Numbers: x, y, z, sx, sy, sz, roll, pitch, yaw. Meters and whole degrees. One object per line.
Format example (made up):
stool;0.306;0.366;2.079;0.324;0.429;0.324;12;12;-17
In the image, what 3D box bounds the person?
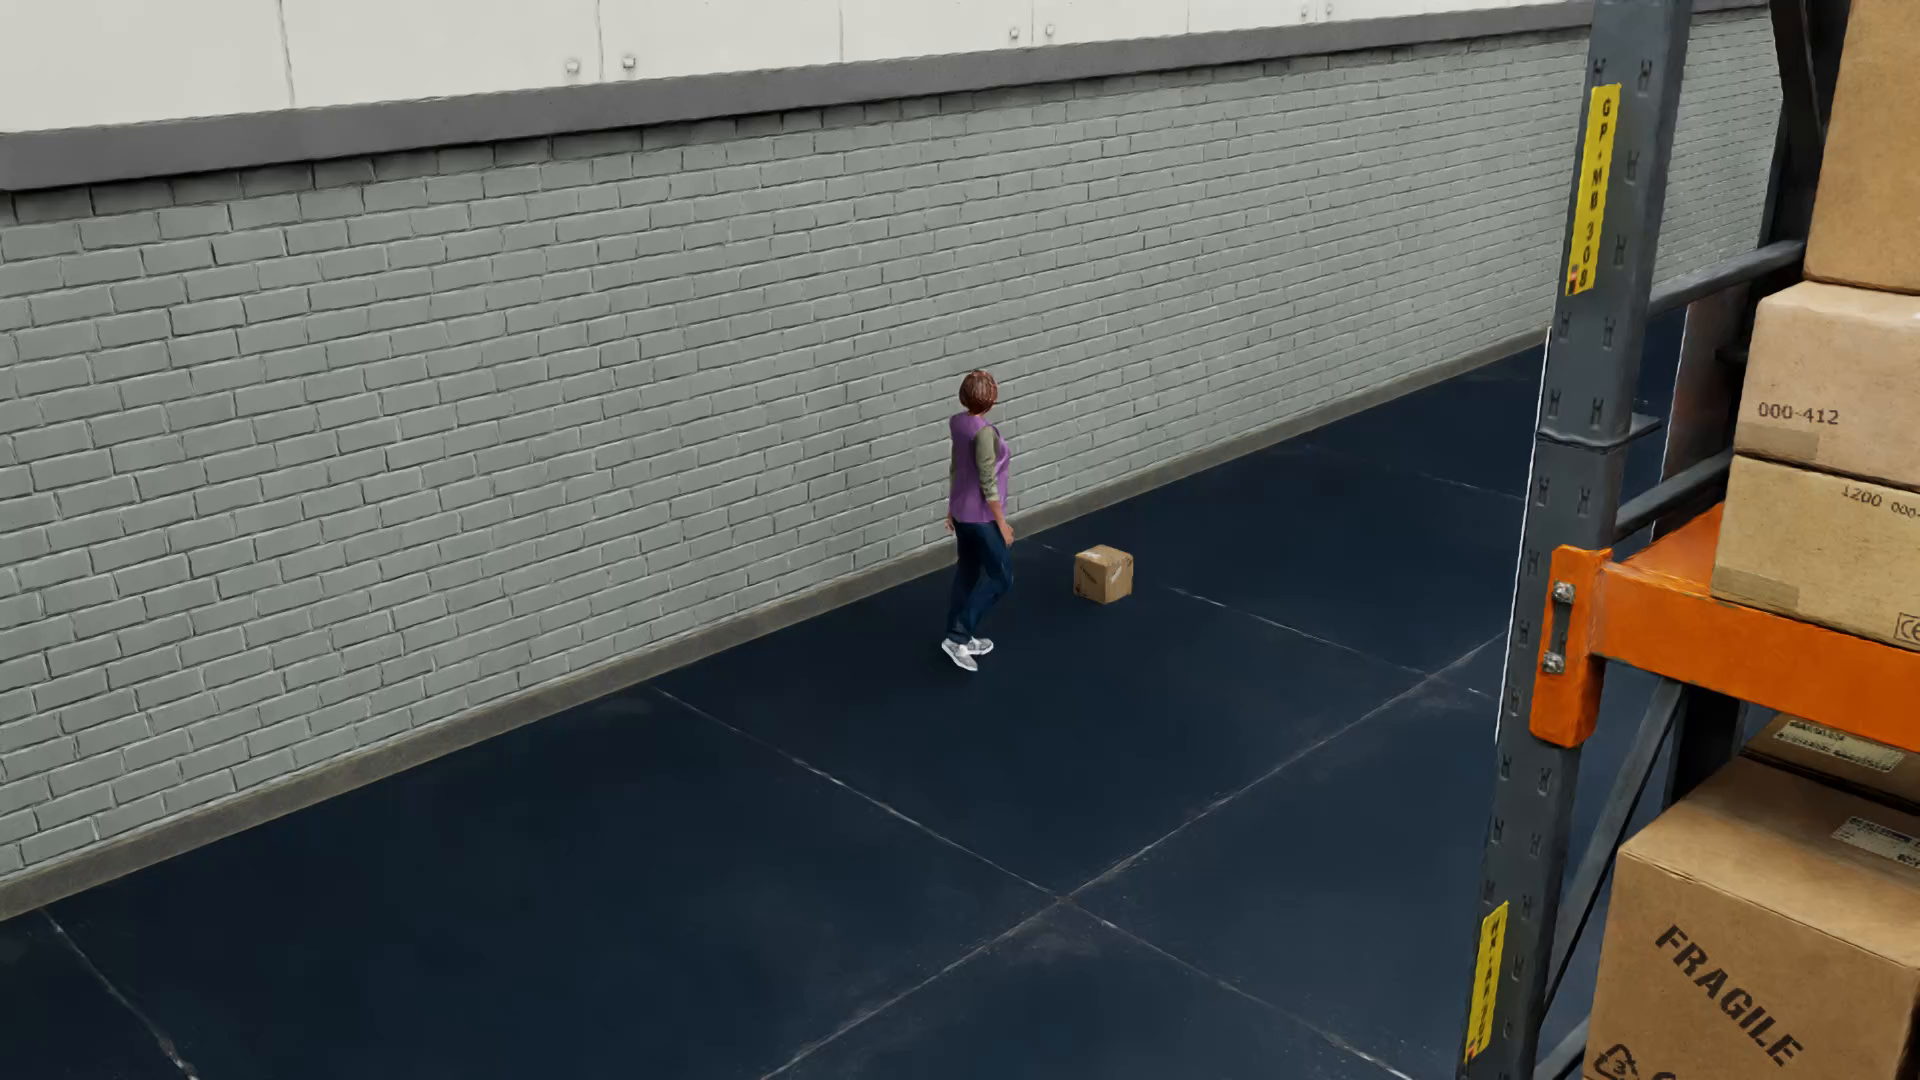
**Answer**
person;0.067;-0.097;8.803;0.420;1.590;0.580;-8;22;-19
